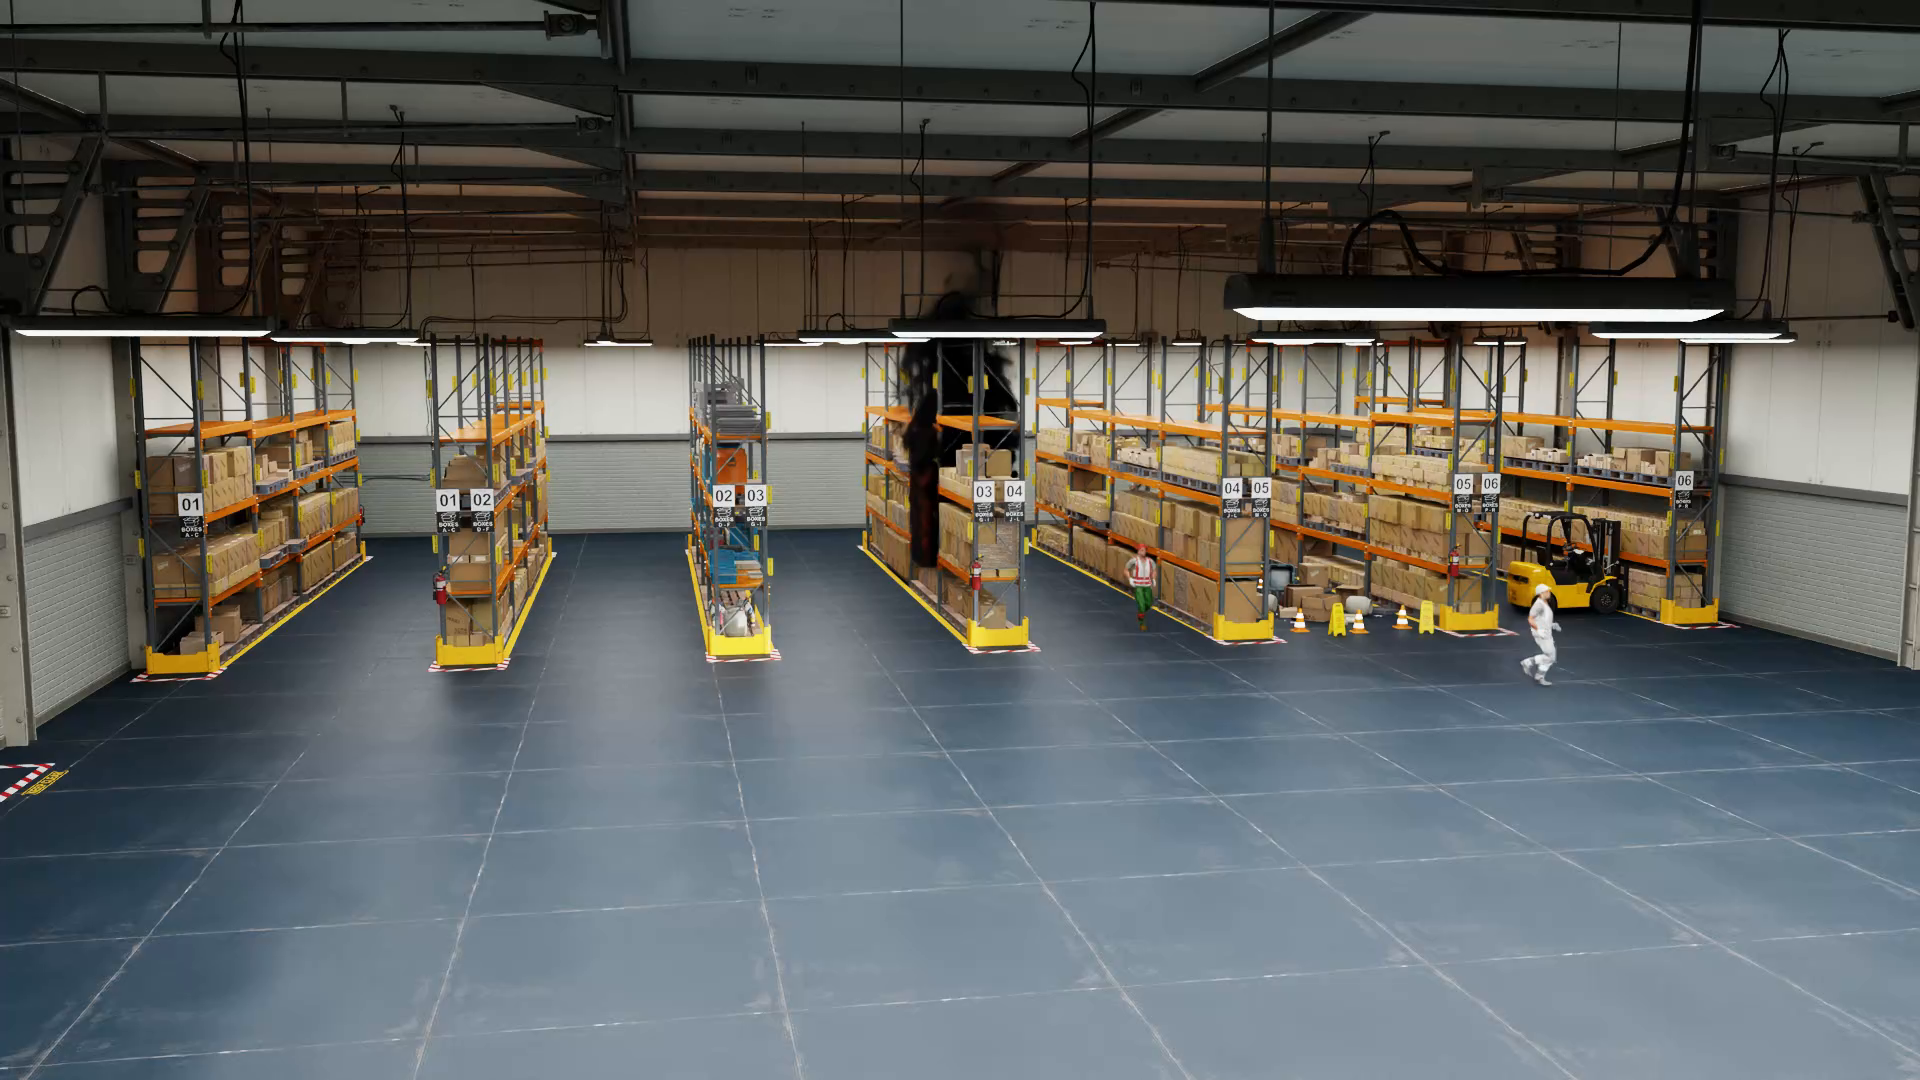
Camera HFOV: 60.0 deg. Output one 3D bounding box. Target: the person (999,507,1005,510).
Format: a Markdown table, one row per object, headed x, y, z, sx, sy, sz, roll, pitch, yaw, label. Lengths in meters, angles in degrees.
| x | y | z | sx | sy | sz | roll | pitch | yaw | label |
| --- | --- | --- | --- | --- | --- | --- | --- | --- | --- |
| 1.248 | -0.741 | 49.256 | 0.805 | 1.703 | 0.693 | 4 | 8 | 33 | person |

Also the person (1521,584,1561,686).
| x | y | z | sx | sy | sz | roll | pitch | yaw | label |
| --- | --- | --- | --- | --- | --- | --- | --- | --- | --- |
| 9.924 | 1.615 | 28.390 | 0.601 | 1.738 | 0.647 | 4 | 8 | 31 | person |

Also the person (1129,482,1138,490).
| x | y | z | sx | sy | sz | roll | pitch | yaw | label |
| --- | --- | --- | --- | --- | --- | --- | --- | --- | --- |
| 5.247 | -0.915 | 50.445 | 0.675 | 1.744 | 0.701 | -1 | 7 | -7 | person |

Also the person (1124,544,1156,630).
| x | y | z | sx | sy | sz | roll | pitch | yaw | label |
| --- | --- | --- | --- | --- | --- | --- | --- | --- | --- |
| 3.705 | 0.941 | 34.149 | 0.683 | 1.759 | 0.695 | -2 | 7 | -13 | person |
